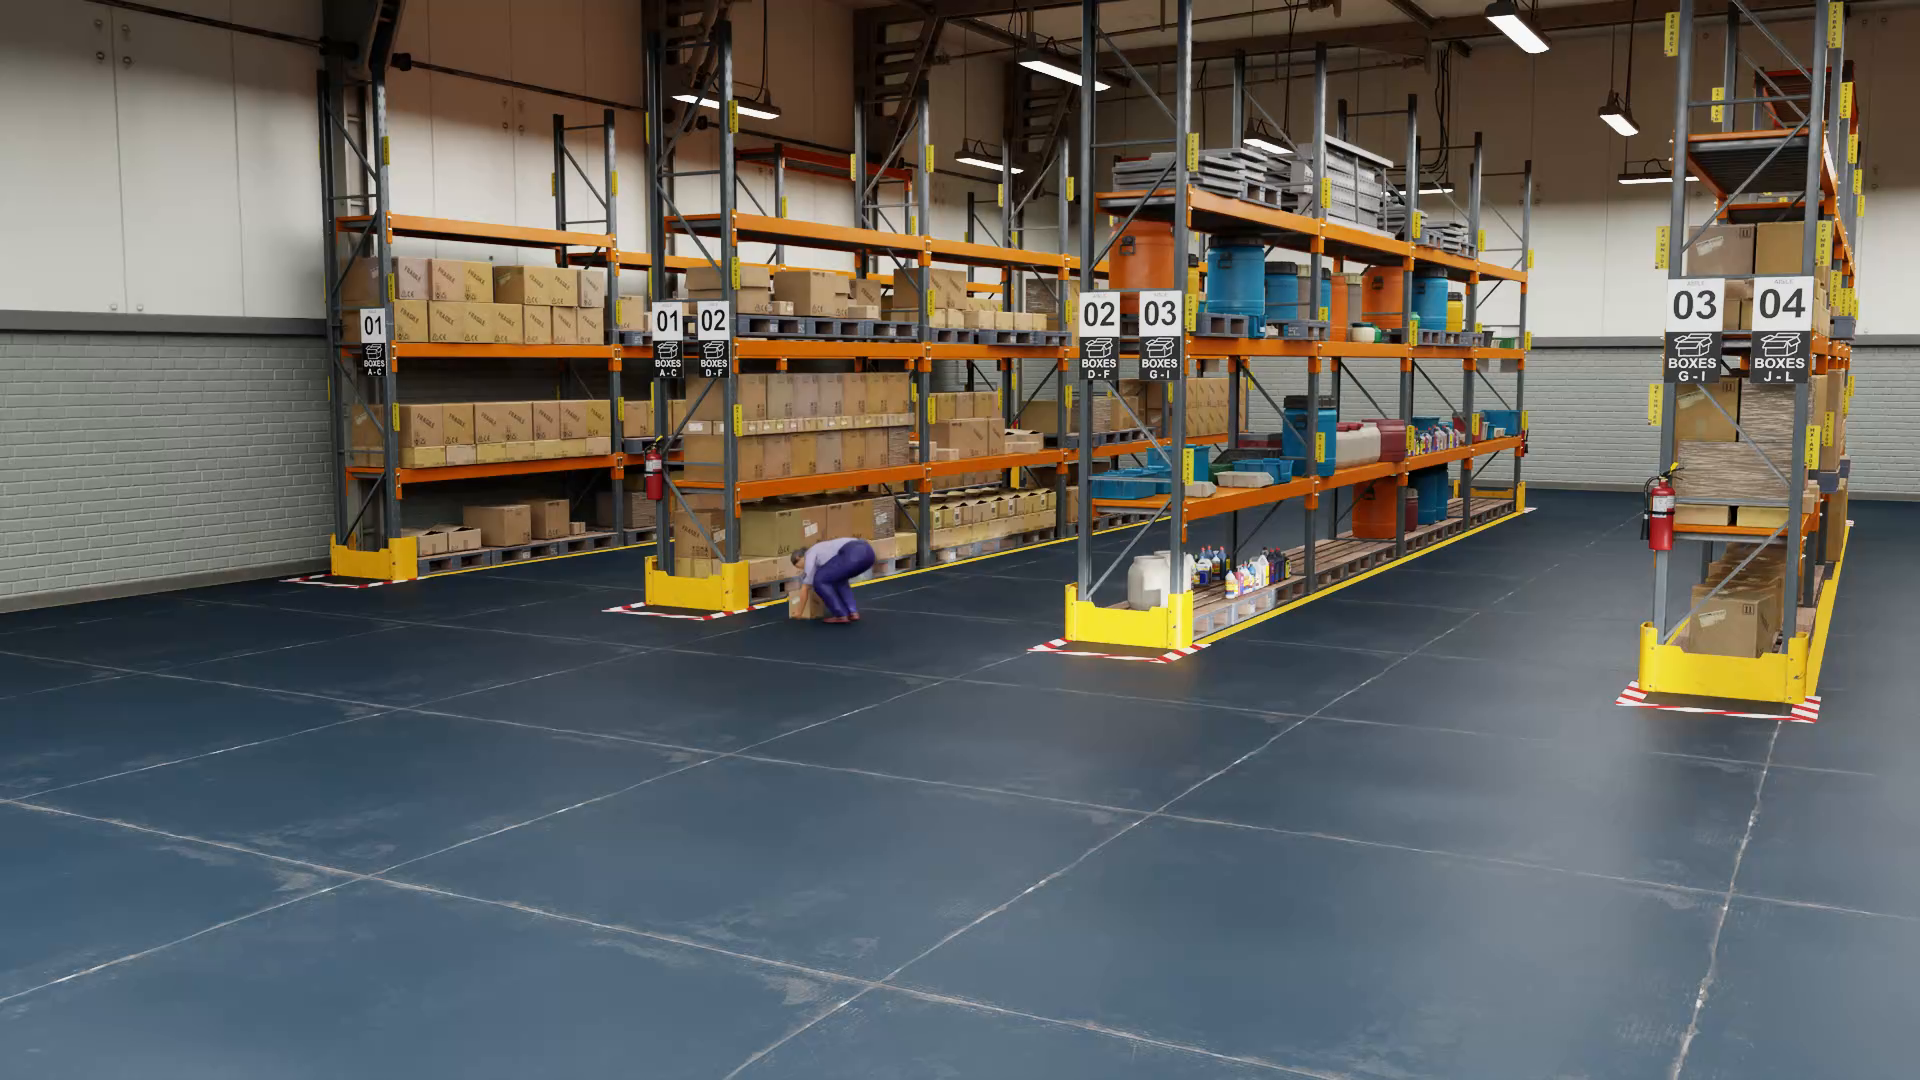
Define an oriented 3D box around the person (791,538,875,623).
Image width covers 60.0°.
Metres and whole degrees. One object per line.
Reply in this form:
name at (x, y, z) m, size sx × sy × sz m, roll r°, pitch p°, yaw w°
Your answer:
person at (-1.295, 0.390, 16.602) m, size 0.899 × 0.841 × 0.513 m, roll 3°, pitch 7°, yaw 26°
